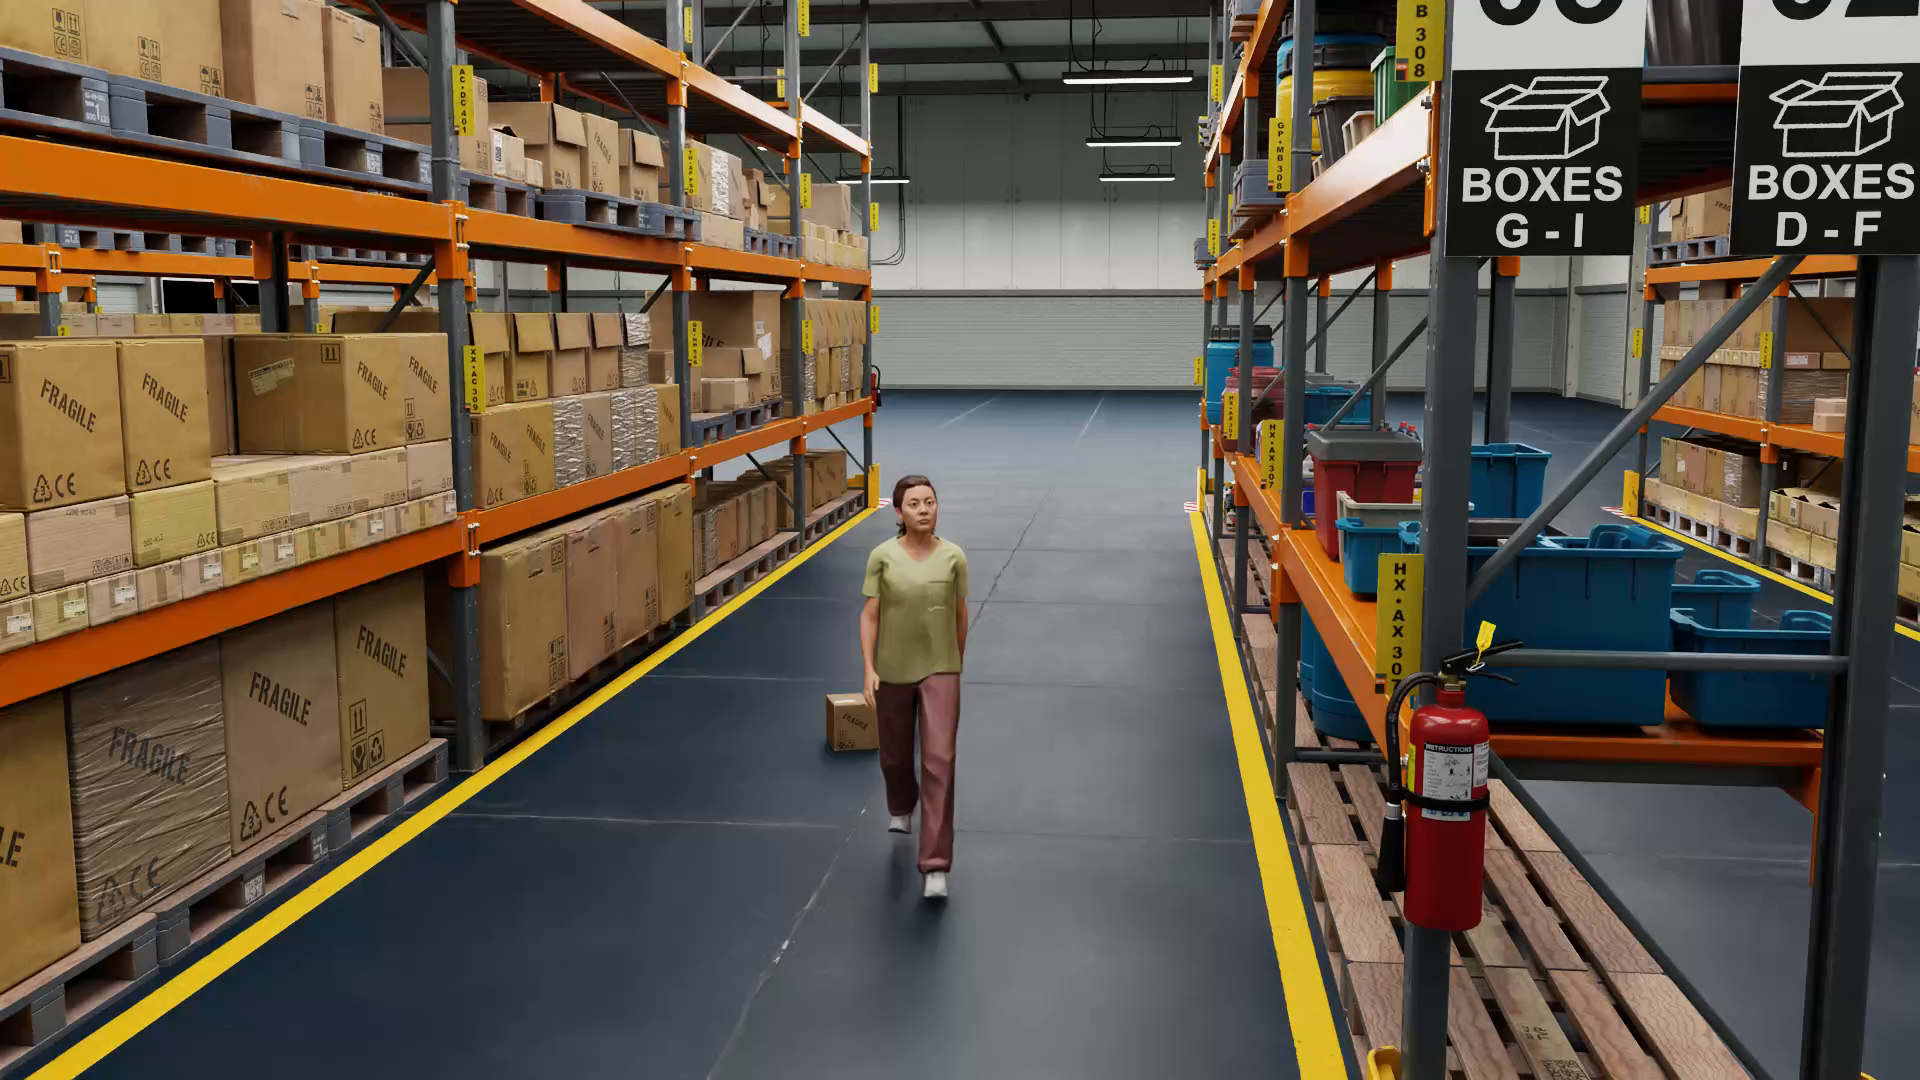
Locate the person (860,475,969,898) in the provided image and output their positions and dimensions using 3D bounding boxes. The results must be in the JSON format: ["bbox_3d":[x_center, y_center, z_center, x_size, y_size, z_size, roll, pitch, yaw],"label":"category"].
[{"bbox_3d":[-0.182,0.545,6.768,0.445,1.623,0.997,0,8,-1],"label":"person"}]
